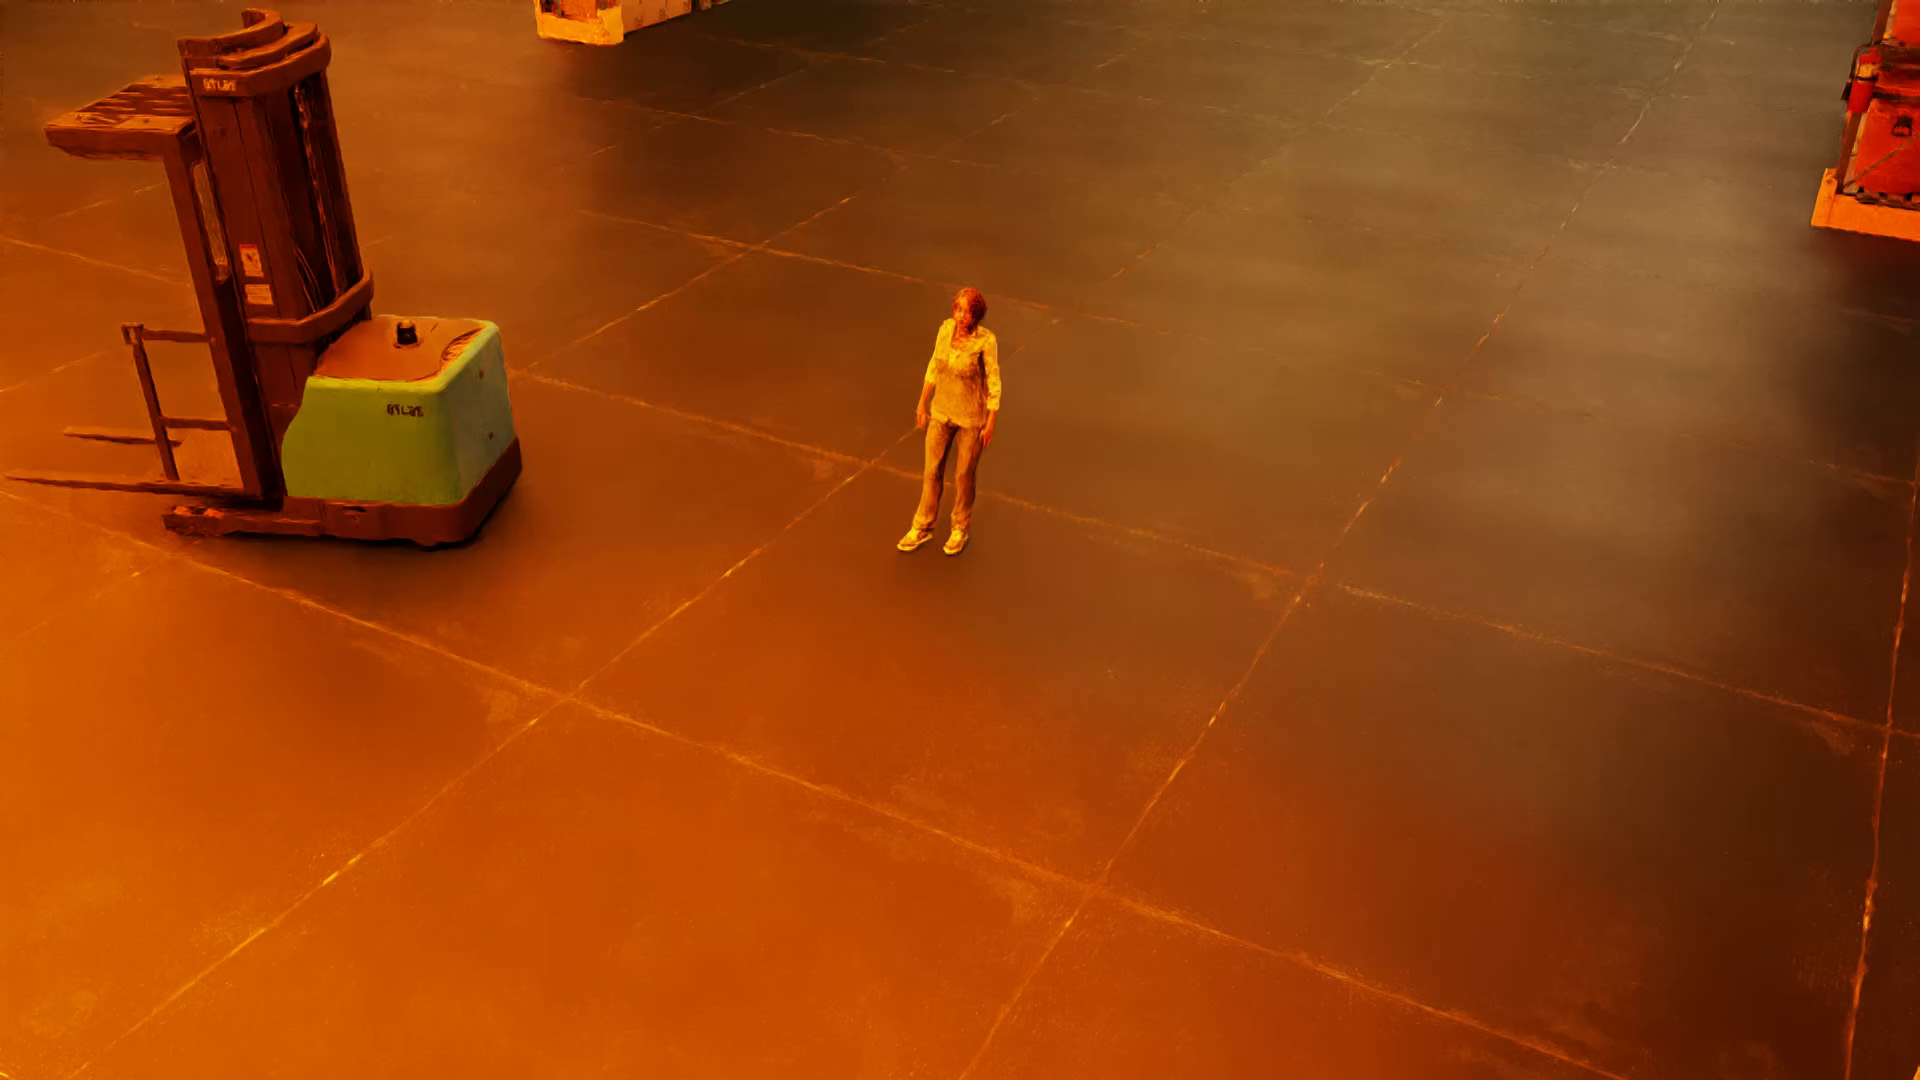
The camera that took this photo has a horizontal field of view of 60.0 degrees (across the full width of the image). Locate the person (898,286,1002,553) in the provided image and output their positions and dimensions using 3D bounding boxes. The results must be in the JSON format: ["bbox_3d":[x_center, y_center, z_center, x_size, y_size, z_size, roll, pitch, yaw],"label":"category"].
[{"bbox_3d":[-0.048,-0.669,9.550,0.521,1.597,0.474,15,33,25],"label":"person"}]

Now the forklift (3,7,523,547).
[{"bbox_3d":[-4.360,-1.544,9.746,3.031,2.935,1.130,4,30,6],"label":"forklift"}]
